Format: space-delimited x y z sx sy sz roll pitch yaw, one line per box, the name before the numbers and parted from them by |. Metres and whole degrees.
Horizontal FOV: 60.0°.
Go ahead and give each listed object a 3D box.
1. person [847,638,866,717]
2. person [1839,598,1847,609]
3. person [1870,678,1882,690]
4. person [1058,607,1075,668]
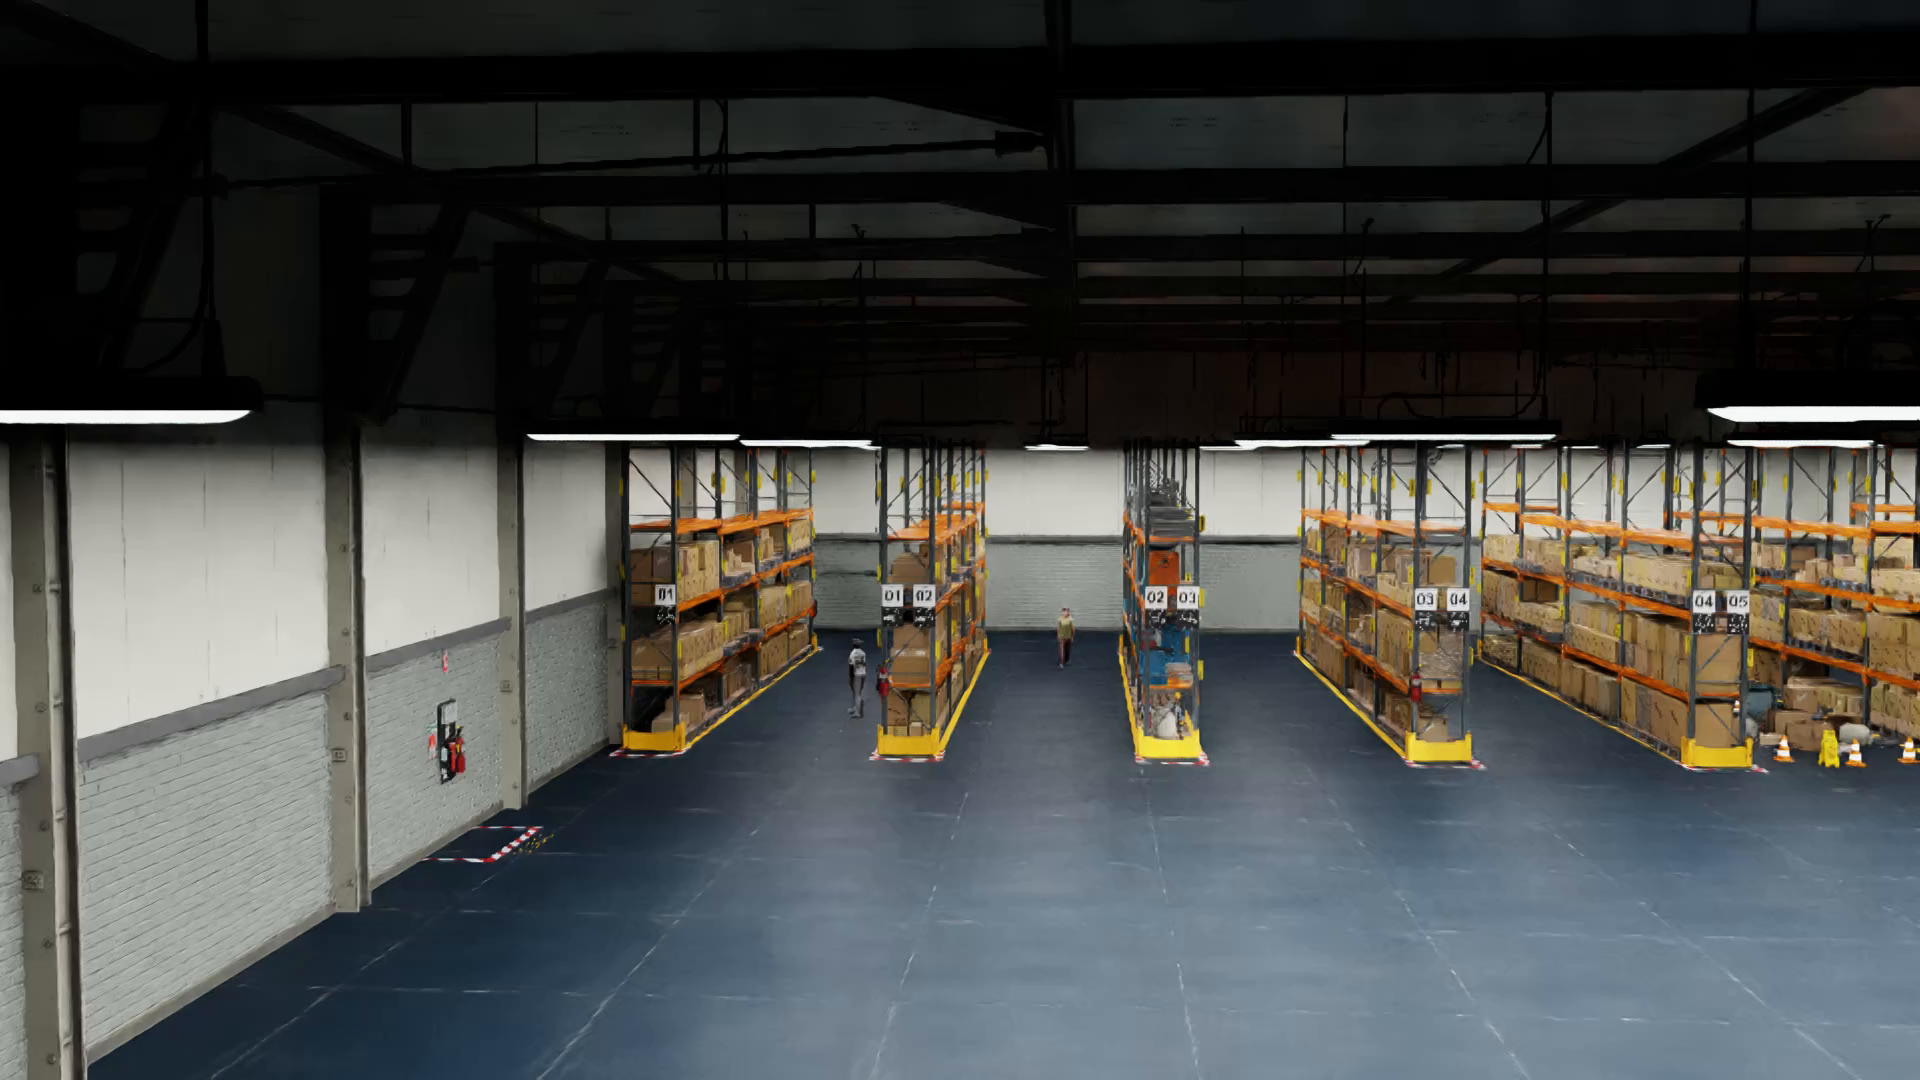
person | -2.262 2.949 35.967 0.555 1.673 0.633 2 4 33
person | 24.937 2.437 46.765 0.491 1.589 0.516 -1 3 -22
person | 21.561 2.732 38.977 0.577 1.783 0.662 2 4 33
person | 2.815 2.555 44.069 0.446 1.591 1.110 0 3 2
